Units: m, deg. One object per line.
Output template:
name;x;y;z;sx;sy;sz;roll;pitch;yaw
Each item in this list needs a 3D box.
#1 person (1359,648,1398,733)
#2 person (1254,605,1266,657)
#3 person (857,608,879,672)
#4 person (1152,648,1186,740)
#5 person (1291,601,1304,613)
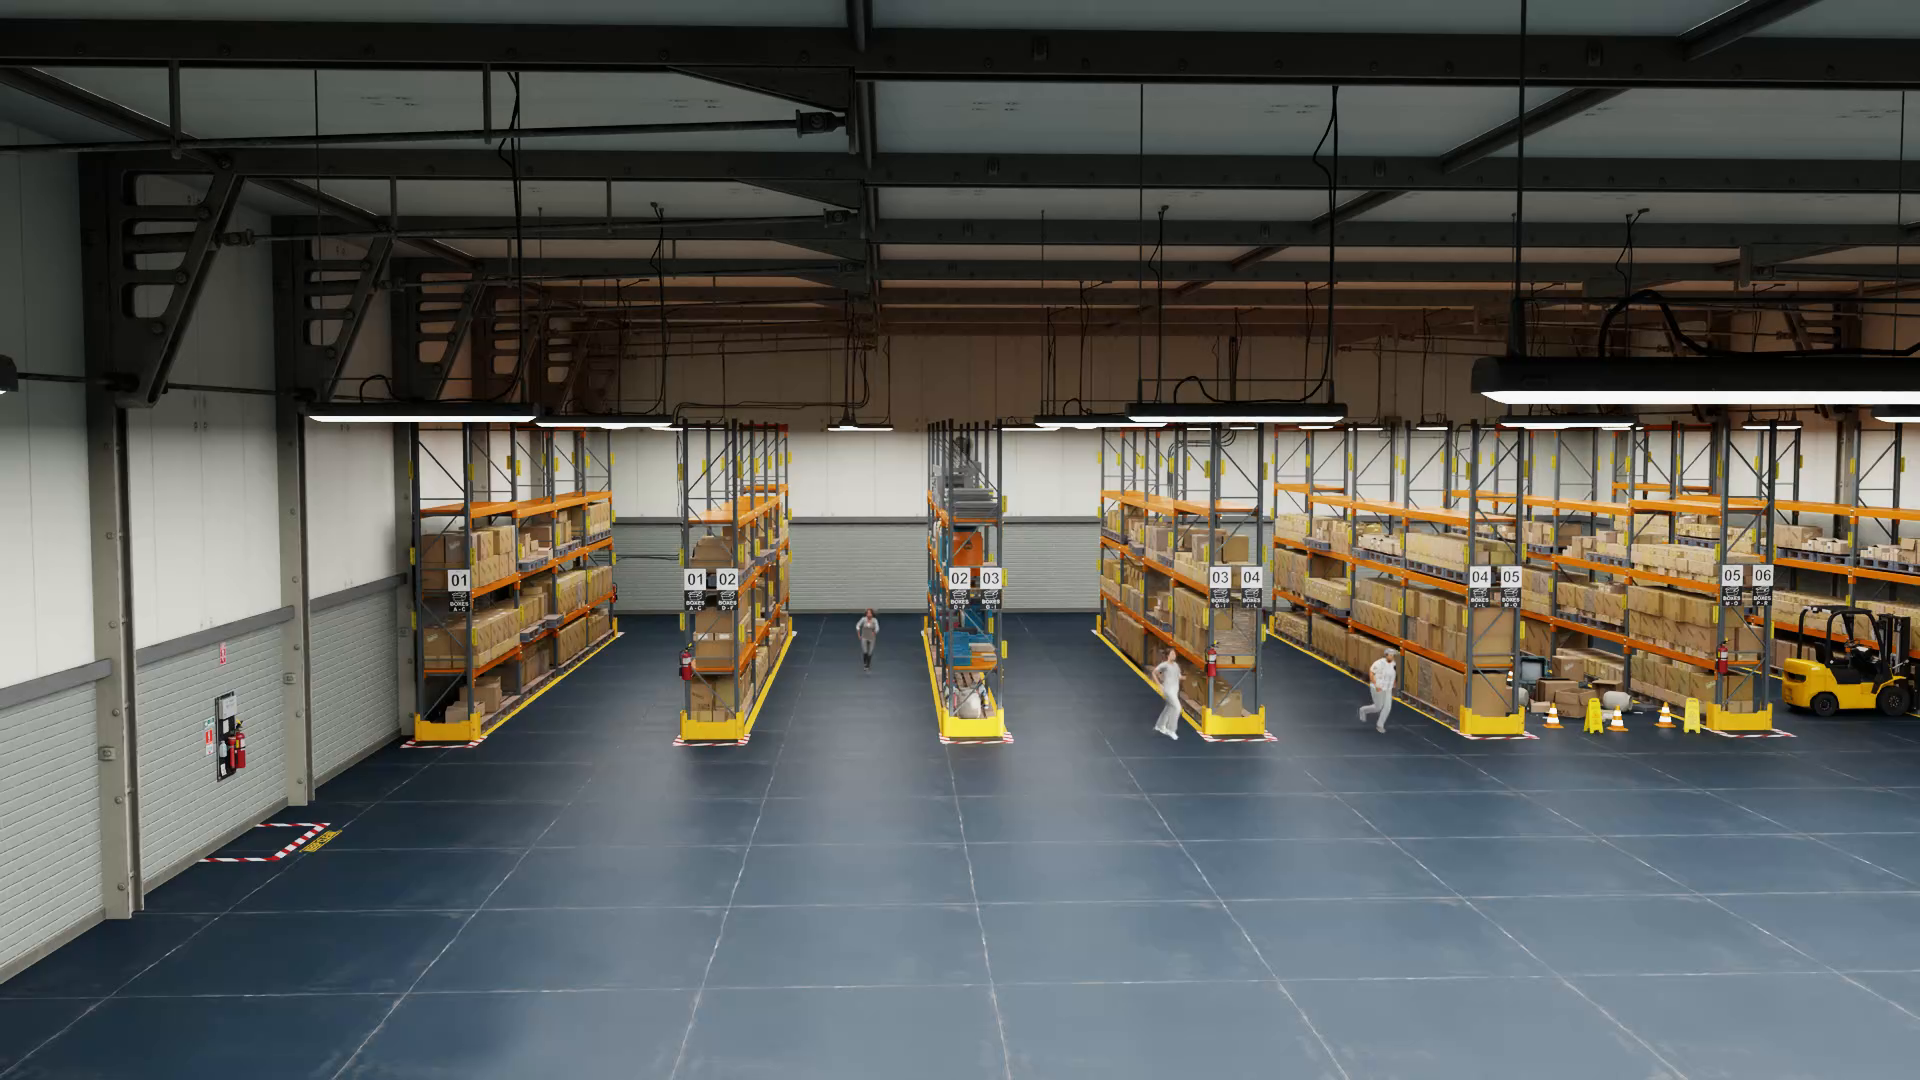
person;8.147;2.881;32.193;0.618;1.623;0.756;-2;4;-30
person;7.231;2.235;40.790;0.732;1.765;0.816;-1;4;-10
person;-2.196;2.414;39.658;0.530;1.528;0.608;0;4;-6
person;3.952;2.884;31.312;0.740;1.716;0.536;3;5;41
person;10.052;1.726;48.995;0.627;1.727;0.776;3;5;39
